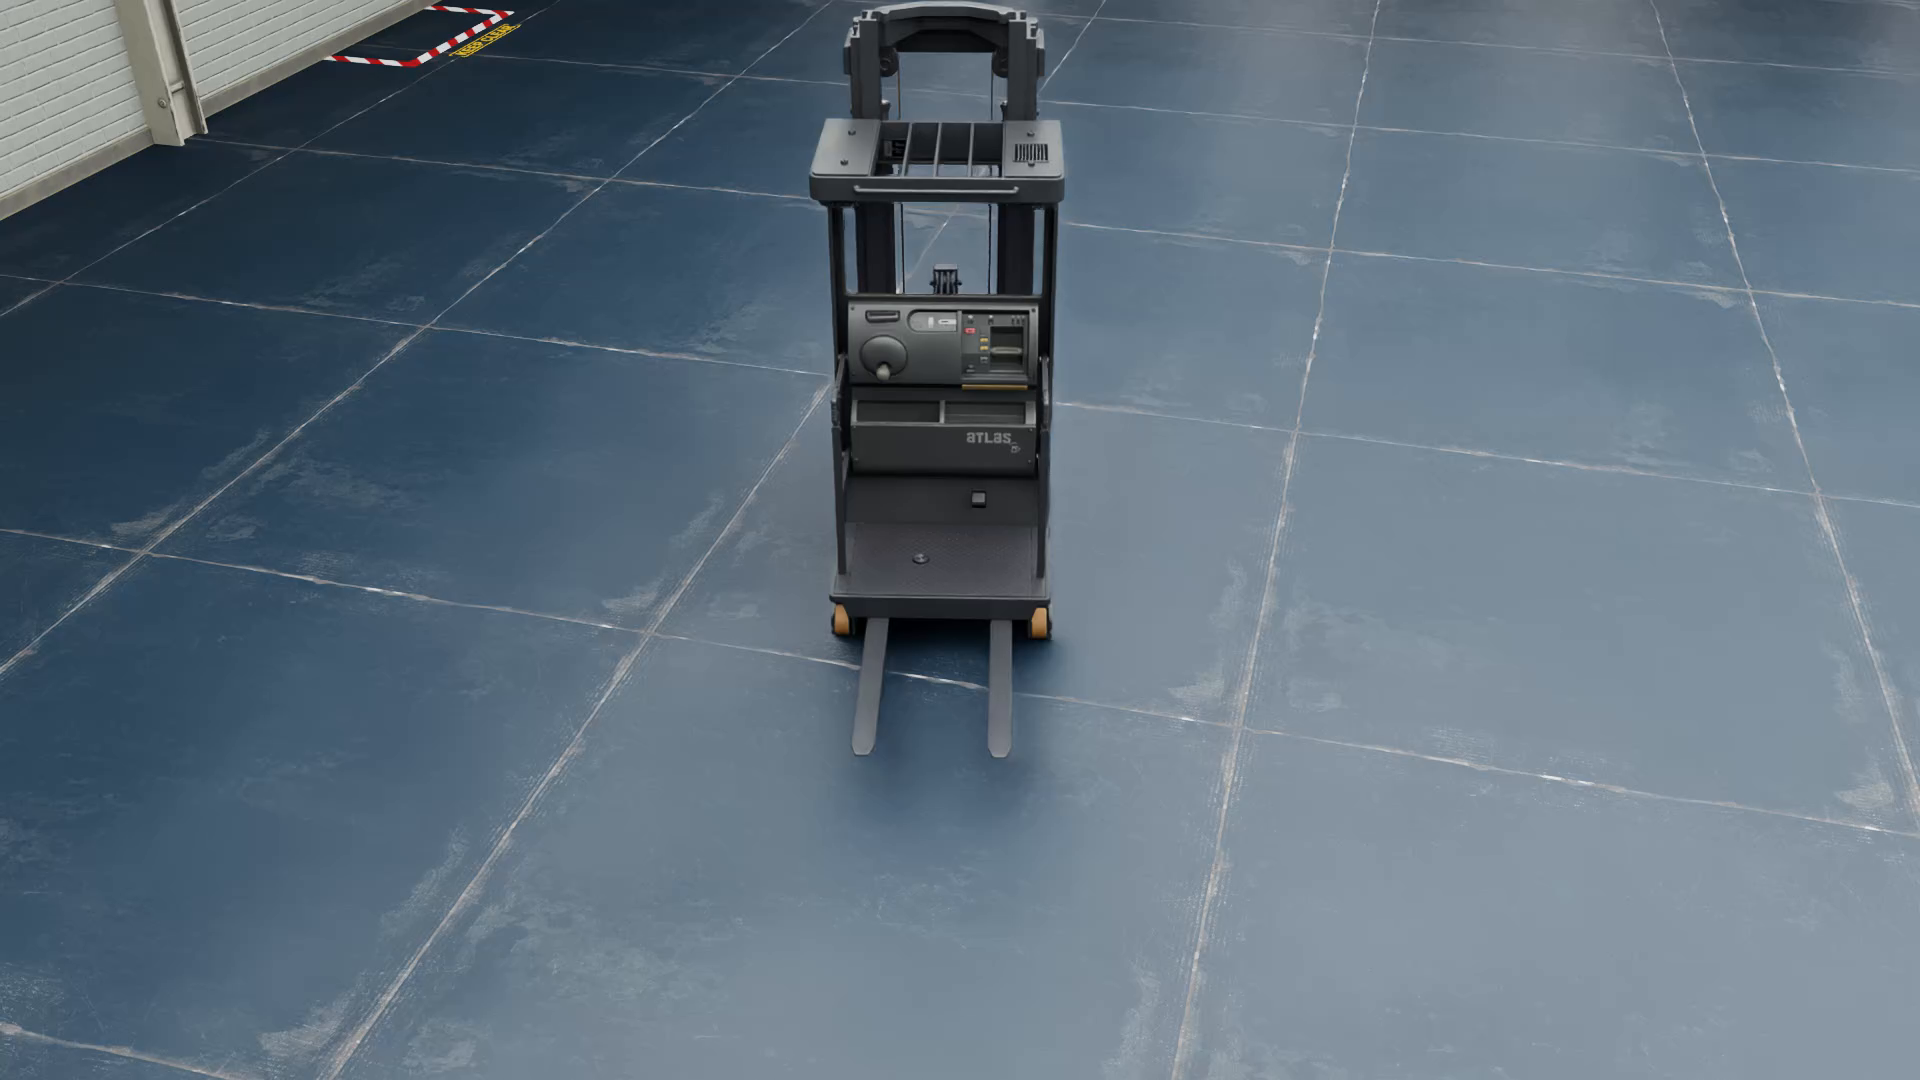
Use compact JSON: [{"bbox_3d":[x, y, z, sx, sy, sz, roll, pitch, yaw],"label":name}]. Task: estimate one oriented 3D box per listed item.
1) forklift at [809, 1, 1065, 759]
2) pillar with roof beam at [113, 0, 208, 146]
[{"bbox_3d":[-0.086,-0.907,7.945,1.130,2.935,3.031,1,32,1],"label":"forklift"},{"bbox_3d":[-2.841,-6.825,11.599,9.100,9.000,0.400,8,33,12],"label":"pillar with roof beam"}]
